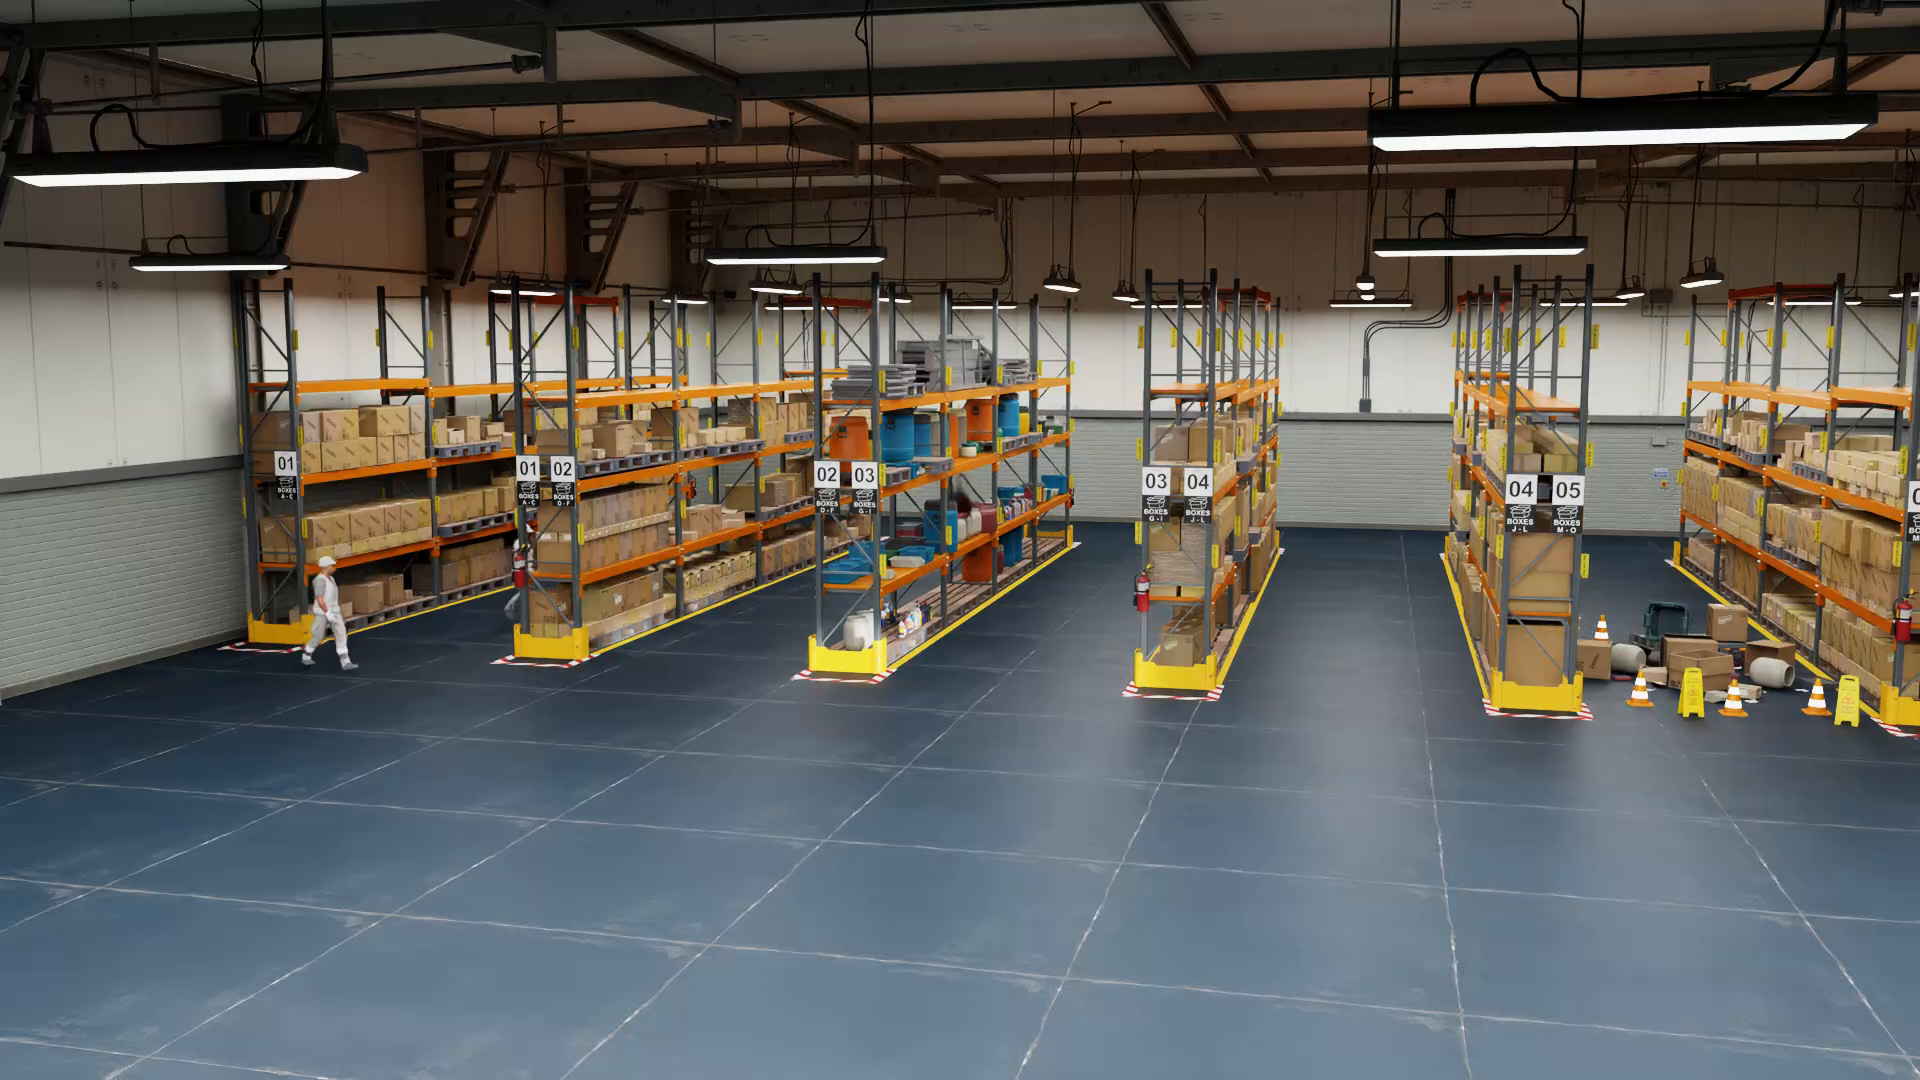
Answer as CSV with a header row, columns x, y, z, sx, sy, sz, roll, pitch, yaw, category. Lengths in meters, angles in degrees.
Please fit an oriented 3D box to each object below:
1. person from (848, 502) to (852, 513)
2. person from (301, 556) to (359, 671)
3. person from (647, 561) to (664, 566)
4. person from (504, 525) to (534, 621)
x,y,z,sx,sy,sz,roll,pitch,yaw,category
-2.699,-0.918,43.017,0.525,1.510,0.912,2,7,16,person
-9.618,1.124,25.268,1.052,1.750,0.473,4,8,33,person
-6.310,0.110,34.179,0.692,1.654,0.947,2,7,16,person
-7.787,0.590,29.451,0.602,1.758,0.542,-6,9,-42,person
